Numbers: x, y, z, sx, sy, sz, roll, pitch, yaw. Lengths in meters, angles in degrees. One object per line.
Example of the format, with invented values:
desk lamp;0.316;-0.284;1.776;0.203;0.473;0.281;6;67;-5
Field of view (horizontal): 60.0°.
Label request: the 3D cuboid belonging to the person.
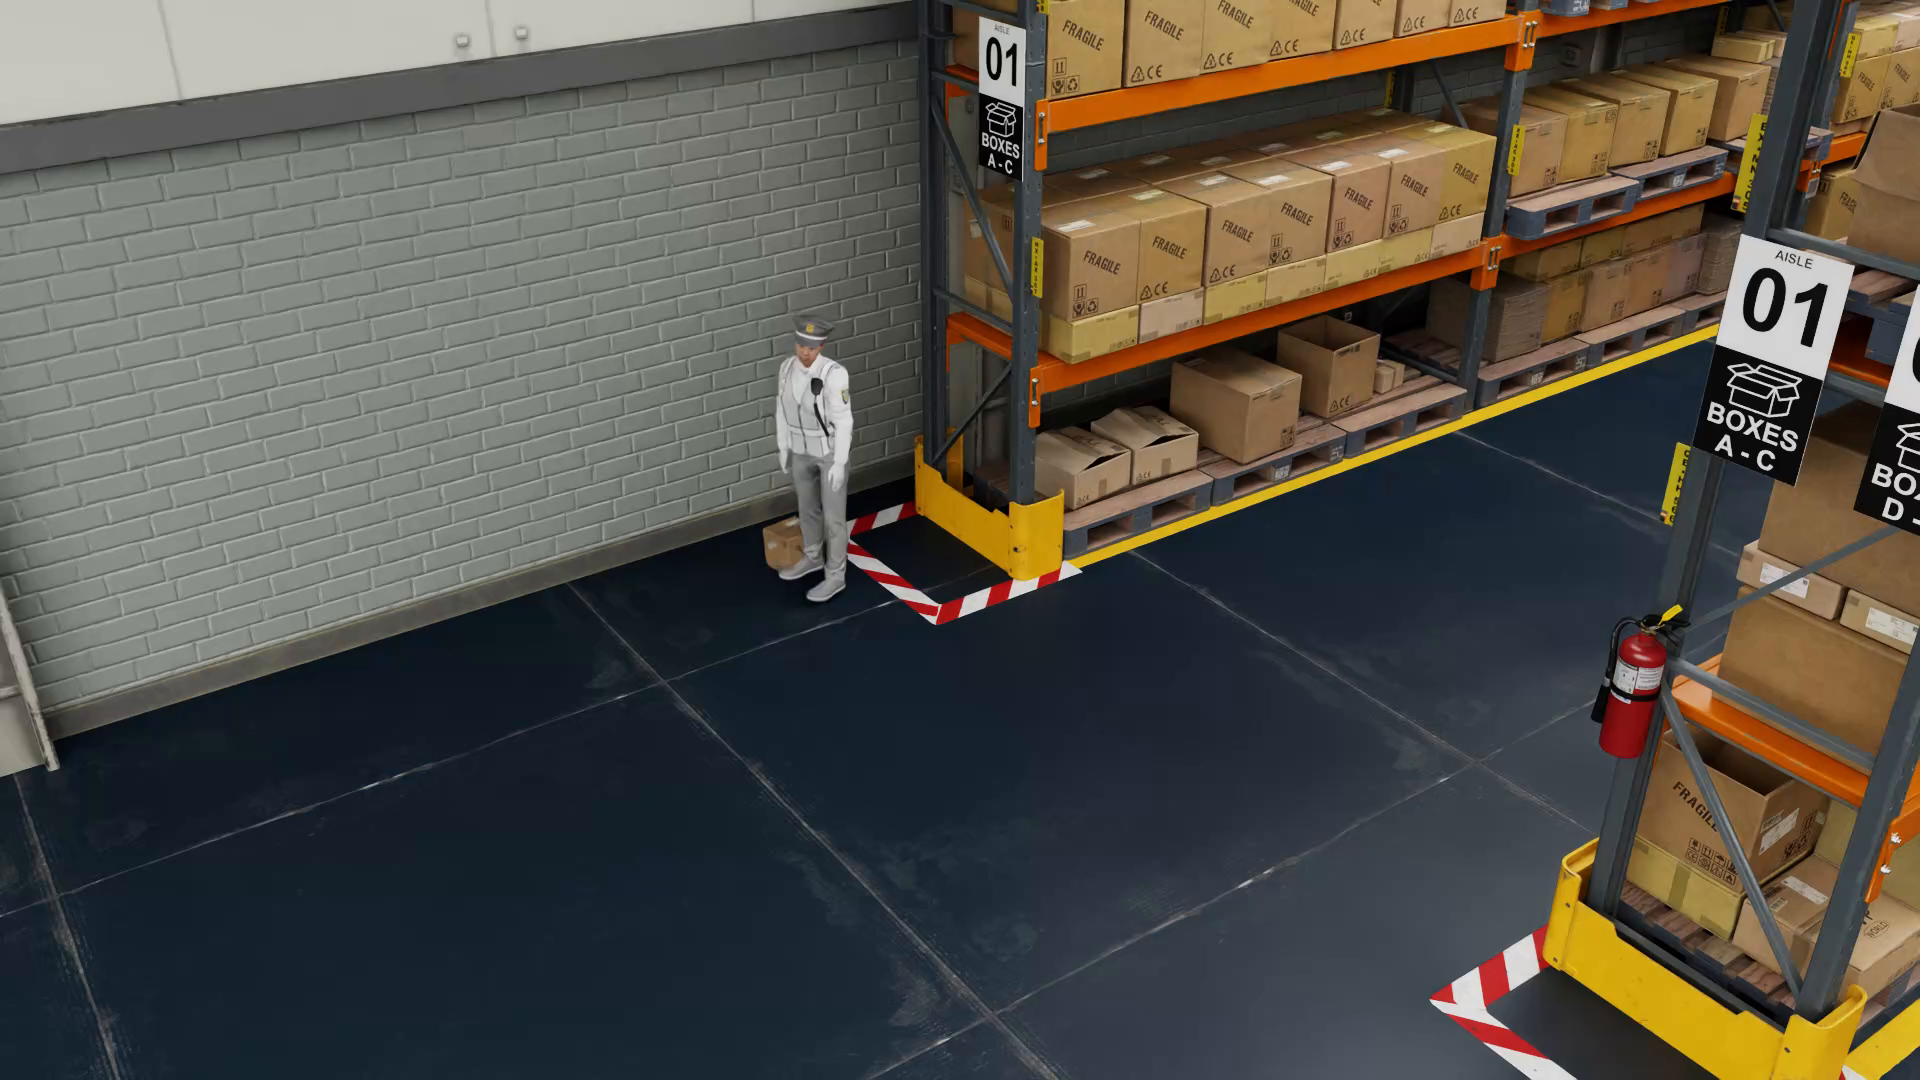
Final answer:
person;-0.812;-0.465;9.399;0.552;1.685;0.425;12;31;21
